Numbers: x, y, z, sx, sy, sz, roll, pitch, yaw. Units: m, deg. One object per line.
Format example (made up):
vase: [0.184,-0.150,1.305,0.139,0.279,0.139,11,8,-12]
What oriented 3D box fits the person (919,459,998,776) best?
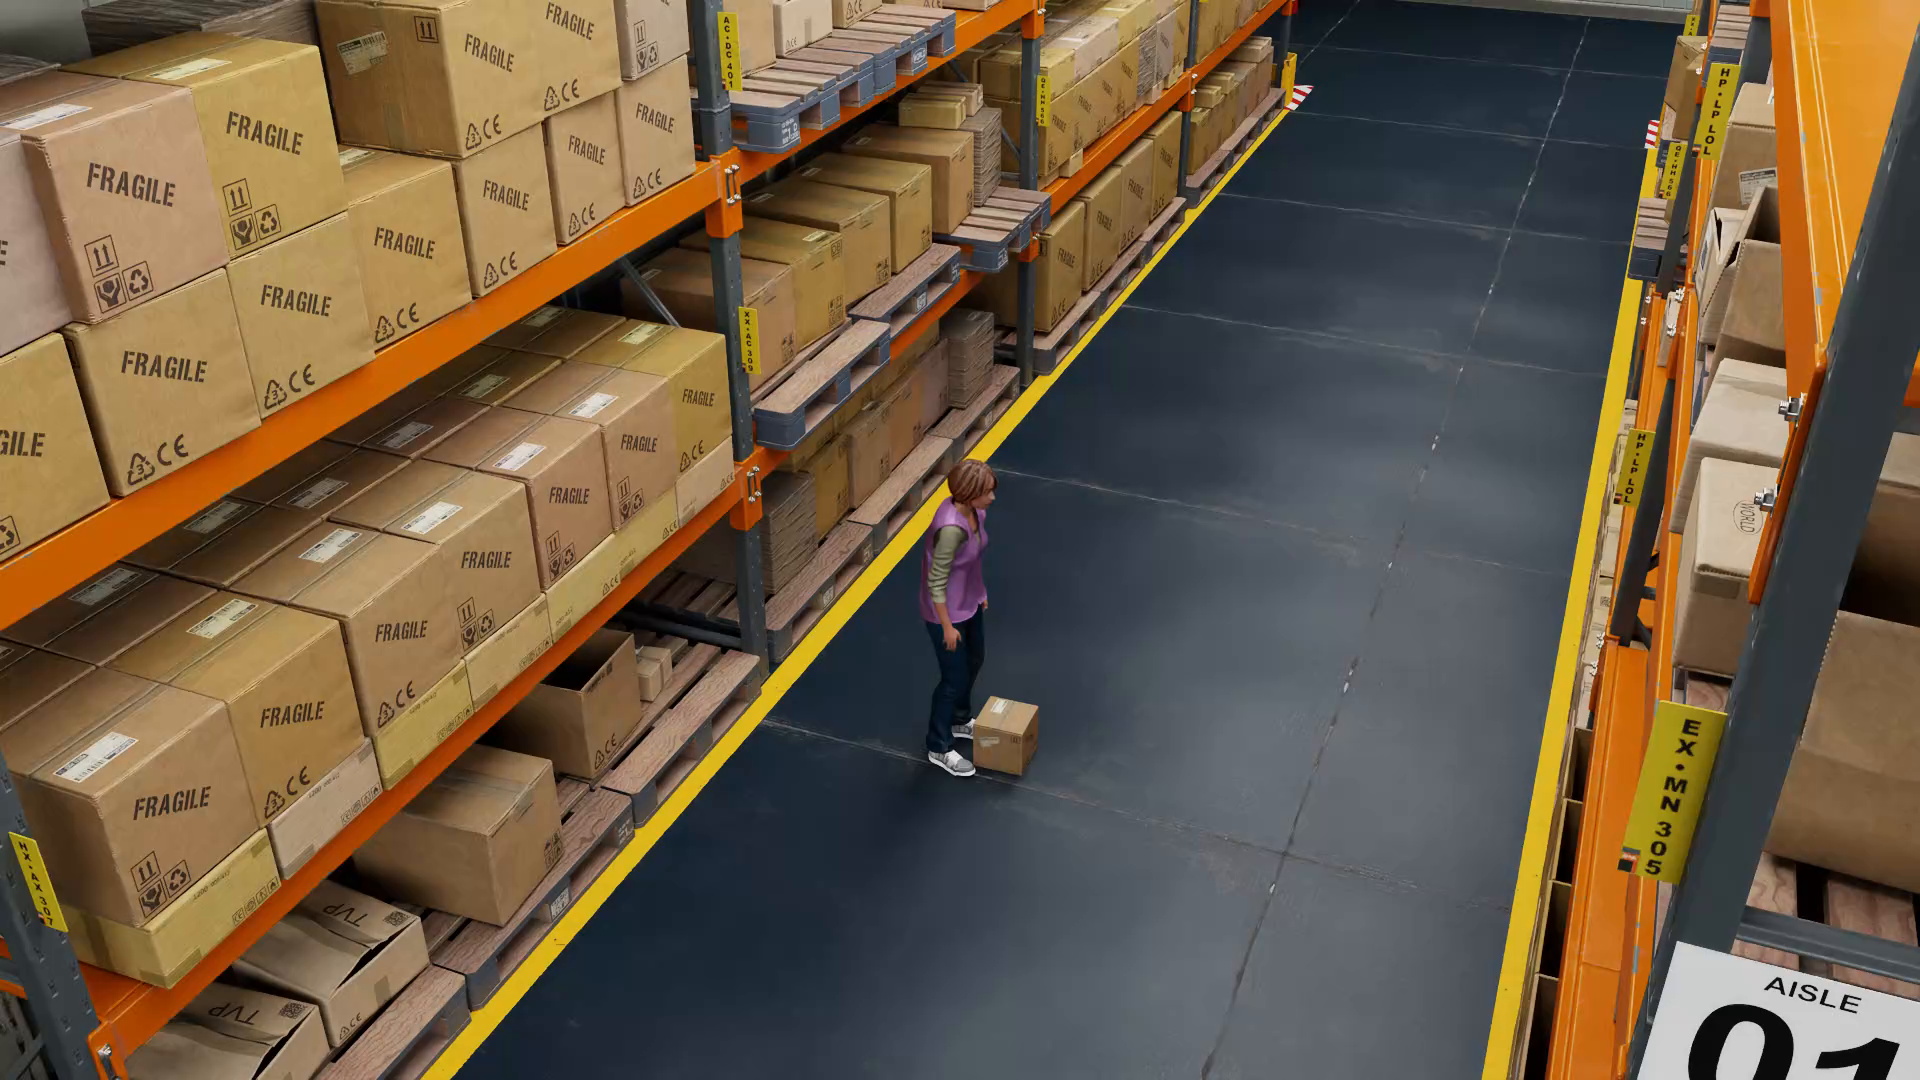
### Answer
person: [-0.006,0.331,7.824,0.345,1.592,0.463,12,32,19]
